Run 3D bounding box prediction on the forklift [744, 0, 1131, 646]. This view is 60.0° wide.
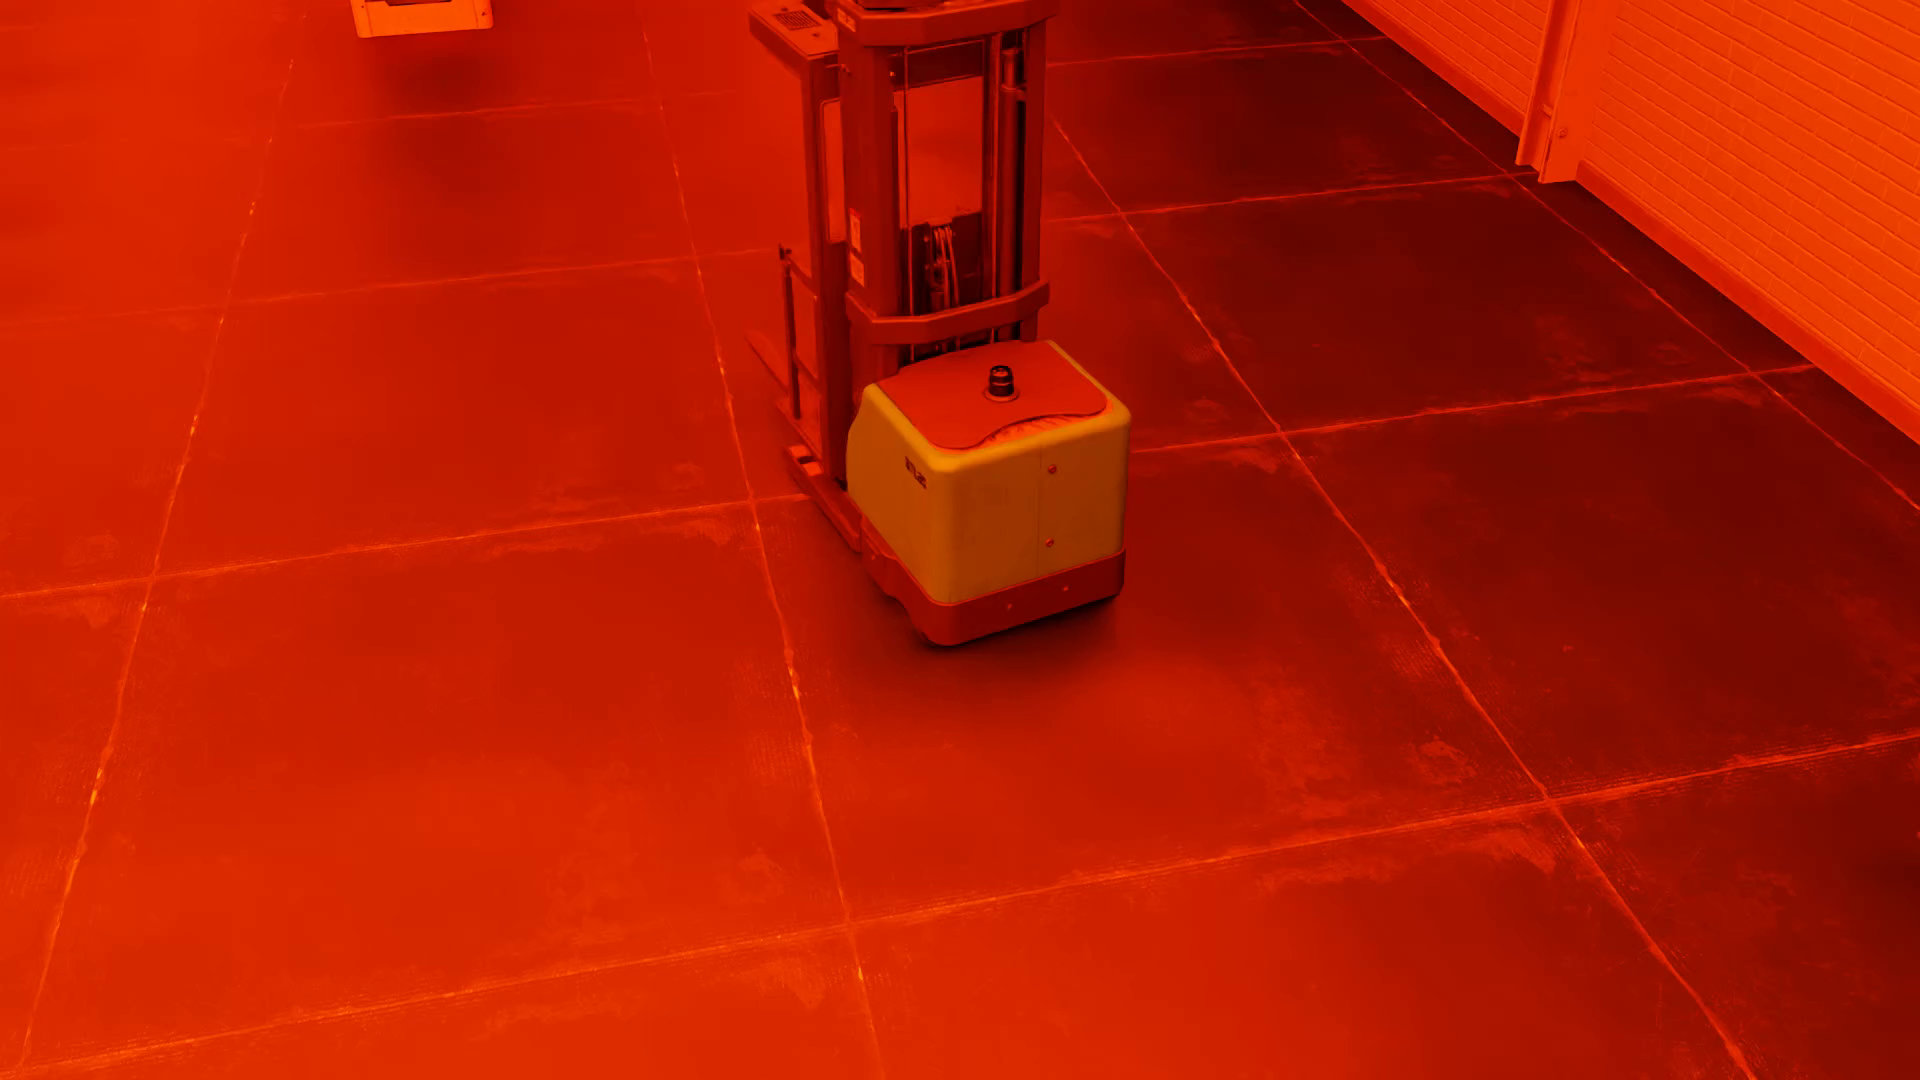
[{"bbox_3d":[-0.312,-1.545,8.197,1.130,2.935,3.031,-16,39,-21],"label":"forklift"}]
